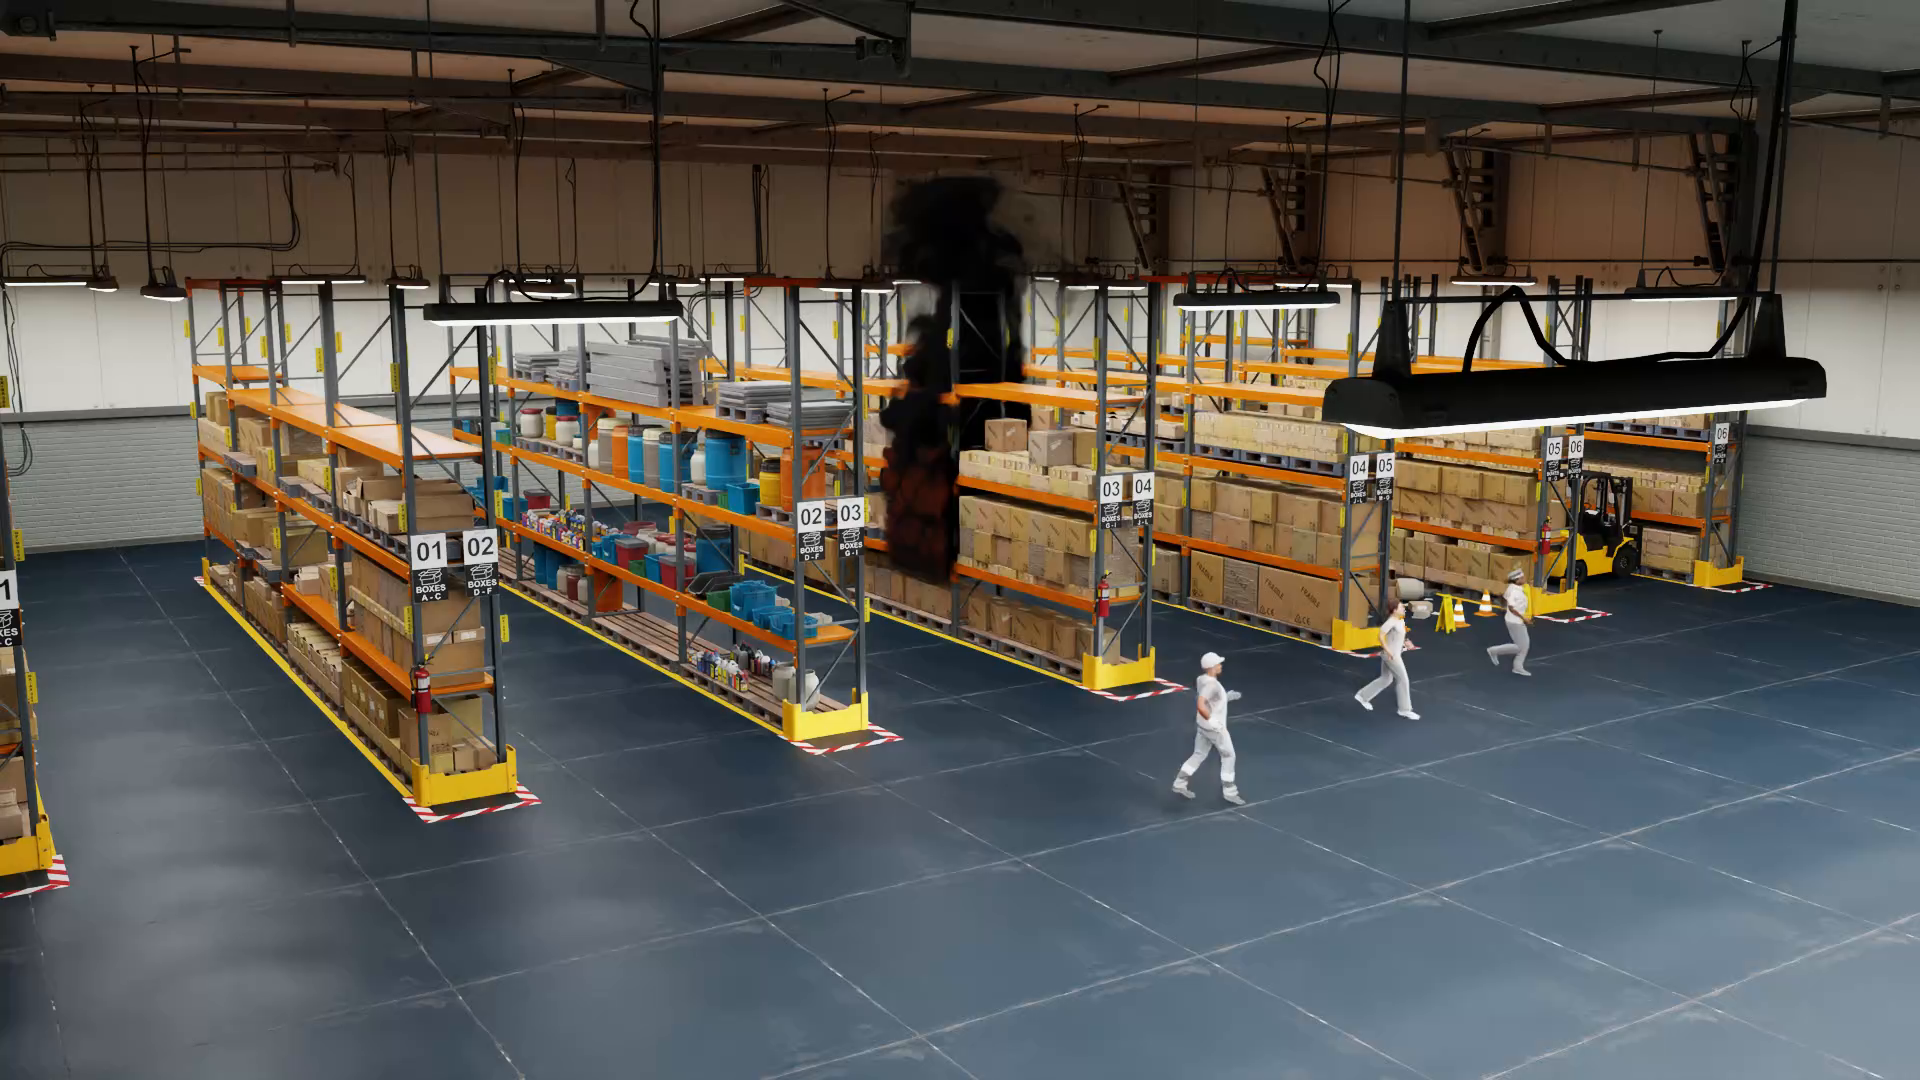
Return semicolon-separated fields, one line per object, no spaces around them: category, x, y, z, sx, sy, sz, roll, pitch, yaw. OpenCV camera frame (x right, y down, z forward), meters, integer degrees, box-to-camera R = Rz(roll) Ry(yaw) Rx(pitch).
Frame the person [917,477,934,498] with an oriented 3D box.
person;-0.622;-0.509;35.772;0.673;1.811;0.696;-6;11;-32

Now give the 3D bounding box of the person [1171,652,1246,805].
person;2.922;2.209;19.397;0.872;1.829;0.652;-2;10;-13

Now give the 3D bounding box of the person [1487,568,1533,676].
person;8.500;1.256;25.635;0.681;1.682;0.588;2;10;15

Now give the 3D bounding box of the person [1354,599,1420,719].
person;5.993;1.643;23.230;0.905;1.681;0.573;2;10;12
